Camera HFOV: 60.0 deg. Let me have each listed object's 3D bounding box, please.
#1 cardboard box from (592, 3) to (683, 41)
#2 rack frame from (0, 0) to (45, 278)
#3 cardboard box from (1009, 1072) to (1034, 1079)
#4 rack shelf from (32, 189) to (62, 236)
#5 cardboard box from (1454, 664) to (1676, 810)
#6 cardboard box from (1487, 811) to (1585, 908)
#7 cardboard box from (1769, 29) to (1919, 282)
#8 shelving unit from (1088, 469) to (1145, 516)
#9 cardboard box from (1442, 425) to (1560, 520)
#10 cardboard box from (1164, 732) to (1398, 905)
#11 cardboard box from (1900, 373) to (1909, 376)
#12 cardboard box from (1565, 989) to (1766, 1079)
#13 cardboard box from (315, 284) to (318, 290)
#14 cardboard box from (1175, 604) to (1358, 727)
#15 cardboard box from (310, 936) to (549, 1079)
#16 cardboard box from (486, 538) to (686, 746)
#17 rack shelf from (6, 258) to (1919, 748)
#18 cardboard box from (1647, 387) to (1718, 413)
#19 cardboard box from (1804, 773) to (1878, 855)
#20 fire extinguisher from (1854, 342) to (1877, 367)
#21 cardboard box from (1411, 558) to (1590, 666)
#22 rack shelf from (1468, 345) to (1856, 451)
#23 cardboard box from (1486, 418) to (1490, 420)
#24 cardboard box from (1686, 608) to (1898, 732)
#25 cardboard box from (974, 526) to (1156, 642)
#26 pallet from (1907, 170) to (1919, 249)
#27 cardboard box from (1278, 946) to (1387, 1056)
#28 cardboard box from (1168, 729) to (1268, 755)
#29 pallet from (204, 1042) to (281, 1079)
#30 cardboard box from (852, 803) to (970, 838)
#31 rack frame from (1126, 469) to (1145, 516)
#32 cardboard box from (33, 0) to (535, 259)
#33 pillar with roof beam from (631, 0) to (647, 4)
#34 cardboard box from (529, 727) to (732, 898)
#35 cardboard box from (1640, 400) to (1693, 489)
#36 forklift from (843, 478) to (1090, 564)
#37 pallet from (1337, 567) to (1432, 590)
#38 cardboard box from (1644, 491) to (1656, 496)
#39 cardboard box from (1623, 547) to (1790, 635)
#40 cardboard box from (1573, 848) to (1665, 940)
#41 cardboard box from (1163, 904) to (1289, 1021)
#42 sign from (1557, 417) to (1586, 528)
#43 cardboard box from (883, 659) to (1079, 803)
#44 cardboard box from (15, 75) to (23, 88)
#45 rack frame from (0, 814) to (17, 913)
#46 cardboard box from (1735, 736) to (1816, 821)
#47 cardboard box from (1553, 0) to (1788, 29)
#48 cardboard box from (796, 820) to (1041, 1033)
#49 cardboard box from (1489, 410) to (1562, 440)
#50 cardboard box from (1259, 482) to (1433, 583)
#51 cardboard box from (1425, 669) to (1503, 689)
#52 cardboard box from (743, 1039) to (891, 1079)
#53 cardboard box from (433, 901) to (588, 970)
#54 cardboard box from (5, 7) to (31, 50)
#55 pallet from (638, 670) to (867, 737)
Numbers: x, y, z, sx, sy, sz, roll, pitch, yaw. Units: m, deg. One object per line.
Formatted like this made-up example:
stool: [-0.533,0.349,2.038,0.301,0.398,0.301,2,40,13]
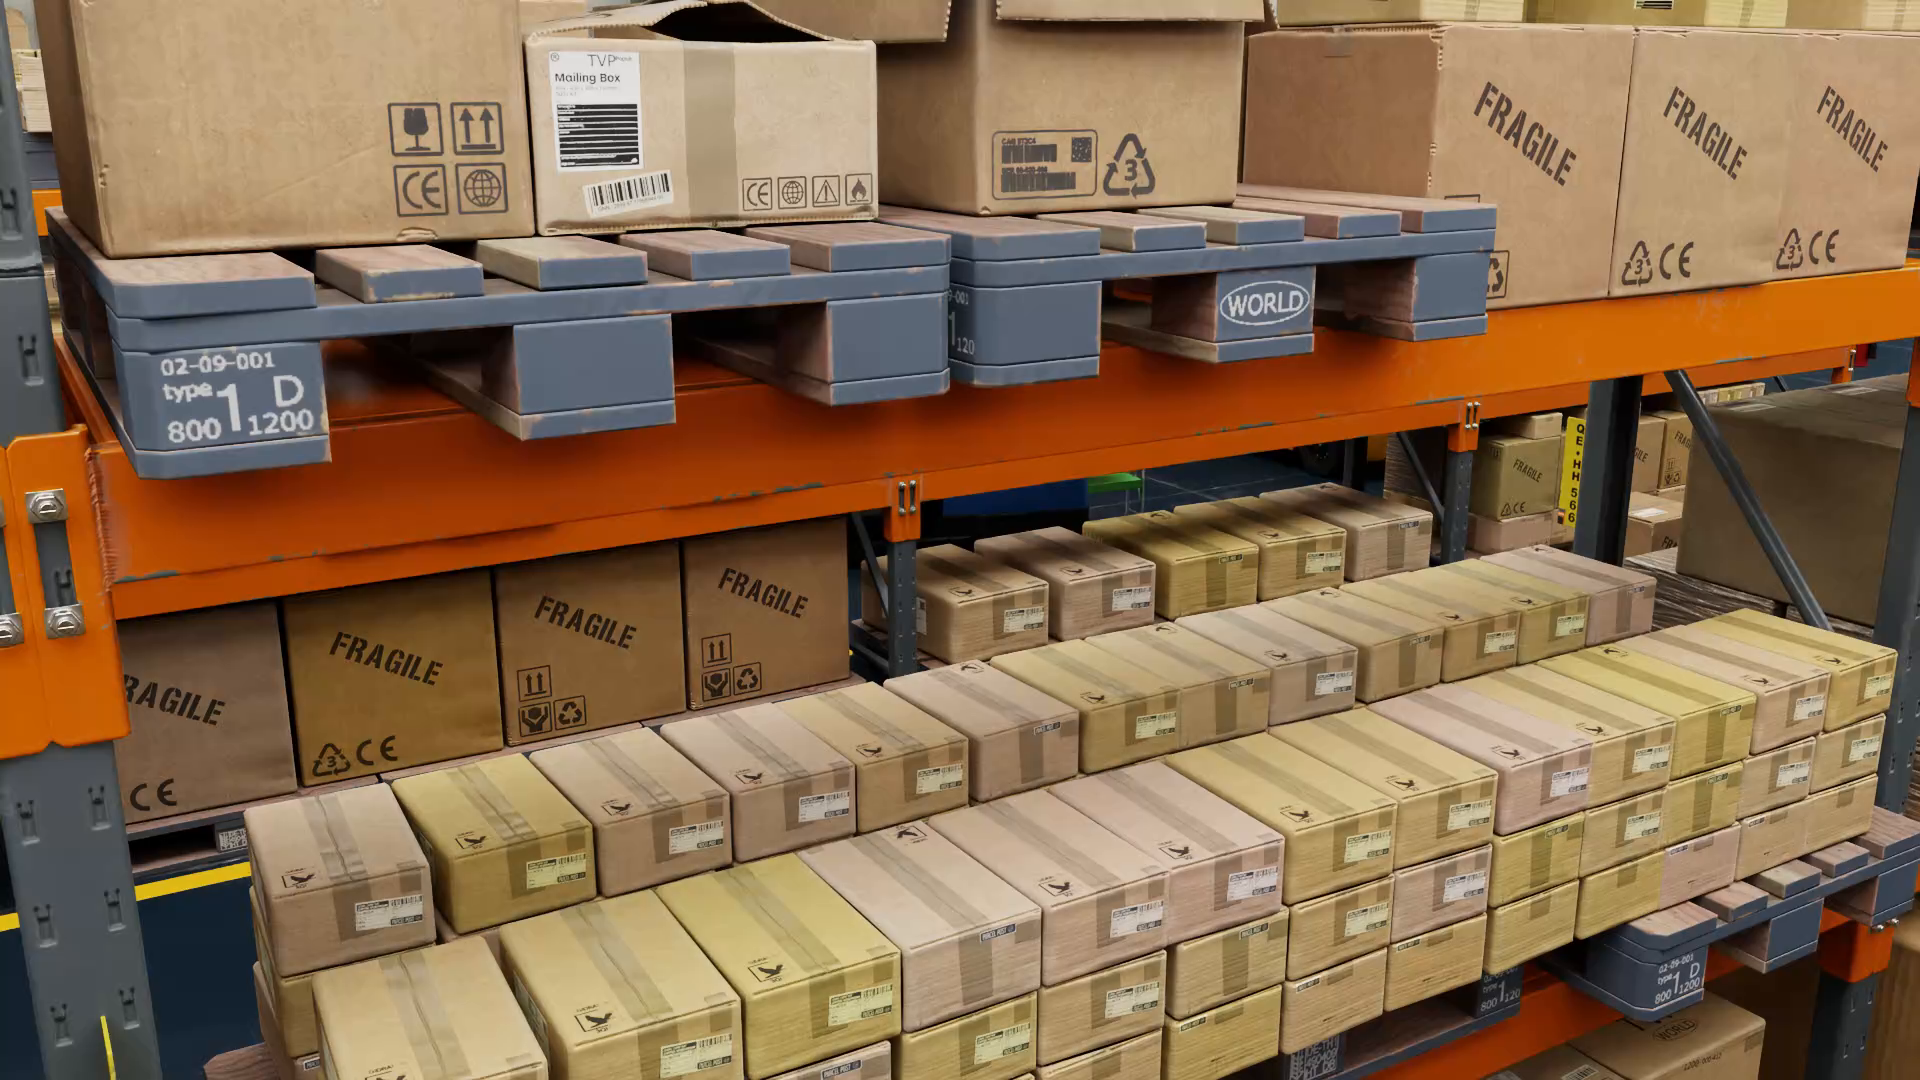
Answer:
cardboard box: [-1.279,-2.154,7.516,0.500,0.500,0.700,-10,19,-32]
rack frame: [-1.321,-1.842,1.810,0.127,3.000,1.000,-9,18,-30]
cardboard box: [-0.080,0.908,2.800,0.250,0.149,0.380,-9,18,-29]
rack shelf: [-2.243,-1.461,7.339,4.000,0.370,1.077,-9,18,-30]
cardboard box: [1.256,0.406,3.491,0.250,0.149,0.380,-9,18,-28]
cardboard box: [1.037,0.583,3.408,0.250,0.149,0.380,-9,18,-30]
cardboard box: [1.749,-0.864,3.692,0.500,0.500,0.500,-9,18,-30]
shelving unit: [1.073,-0.678,12.106,0.503,1.200,0.258,-7,17,-23]
cardboard box: [3.545,-0.456,10.905,0.500,0.500,0.500,-8,18,-27]
cardboard box: [0.591,0.512,3.111,0.250,0.149,0.380,-9,18,-28]
cardboard box: [3.369,-0.242,5.178,0.500,0.500,0.700,-10,18,-31]
cardboard box: [1.656,1.286,4.227,0.500,0.250,0.500,-10,18,-31]
cardboard box: [-2.819,-0.874,7.434,0.500,0.500,0.500,-9,18,-28]
cardboard box: [0.712,0.288,3.911,0.250,0.149,0.380,-8,18,-27]
cardboard box: [-0.747,0.730,2.333,0.250,0.149,0.380,-8,18,-27]
cardboard box: [-1.930,0.380,8.156,0.875,0.875,0.875,-9,18,-29]
rack shelf: [0.393,-0.330,3.304,4.000,0.370,1.077,-9,18,-30]
cardboard box: [5.053,-0.996,11.630,0.250,0.149,0.380,-8,18,-27]
cardboard box: [1.921,0.584,3.957,0.250,0.149,0.380,-9,18,-29]
fire extinguisher: [6.665,-1.625,12.293,0.183,0.674,0.296,-9,18,-30]
cardboard box: [1.383,0.180,4.296,0.250,0.149,0.380,-10,18,-31]
rack shelf: [4.615,-1.129,11.711,4.000,0.370,1.077,-9,18,-30]
cardboard box: [3.704,-0.652,11.604,0.500,0.500,0.500,-9,18,-29]
cardboard box: [1.924,0.297,3.879,0.250,0.149,0.380,-10,19,-32]
cardboard box: [0.590,0.241,9.581,0.625,0.372,0.950,-10,18,-31]
pallet: [2.632,-0.965,4.587,1.003,0.211,1.213,-8,18,-27]
cardboard box: [0.588,0.800,3.187,0.250,0.149,0.380,-10,19,-32]
cardboard box: [0.487,0.466,3.827,0.250,0.149,0.380,-9,18,-30]
pallet: [-0.591,1.066,2.905,1.213,0.211,1.003,-9,18,-30]
cardboard box: [-0.187,0.575,3.437,0.250,0.149,0.380,-10,19,-33]
rack frame: [1.296,-0.705,12.202,0.015,1.200,0.240,-7,17,-23]
cardboard box: [-0.940,-0.676,2.242,0.500,0.500,0.700,-9,18,-30]
pillar with roof beam: [-0.217,-4.071,9.761,0.400,9.000,9.100,-9,18,-30]
cardboard box: [-0.625,0.505,3.137,0.250,0.149,0.380,-10,18,-31]
cardboard box: [4.895,-0.679,11.701,0.500,0.500,0.500,-10,18,-31]
forklift: [-0.667,-1.383,11.412,3.031,2.935,1.130,-3,16,-12]
pallet: [2.234,0.254,10.612,1.213,0.211,1.003,-9,18,-30]
cardboard box: [4.450,-0.246,11.546,0.500,0.250,0.500,-9,18,-30]
cardboard box: [2.355,0.317,5.035,0.500,0.500,0.500,-9,18,-30]
cardboard box: [1.272,0.688,3.587,0.250,0.149,0.380,-9,18,-30]
cardboard box: [0.376,0.690,3.027,0.250,0.149,0.380,-10,18,-31]
sign: [1.819,-0.195,4.904,0.005,0.325,0.100,-9,18,-30]
cardboard box: [0.040,0.397,3.523,0.250,0.149,0.380,-10,19,-32]
cardboard box: [-5.816,-2.784,10.229,0.250,0.149,0.380,-9,18,-29]
rack frame: [-3.957,-0.085,6.655,0.127,3.000,1.000,-9,18,-30]
cardboard box: [1.691,0.477,3.786,0.250,0.149,0.380,-8,18,-28]
cardboard box: [1.463,-1.180,3.400,0.258,0.266,0.396,-9,18,-30]
cardboard box: [-0.074,0.621,2.723,0.250,0.149,0.380,-9,18,-30]
cardboard box: [3.683,-0.772,10.830,0.250,0.149,0.380,-9,18,-29]
cardboard box: [2.452,-0.060,10.658,0.625,0.372,0.950,-9,18,-29]
cardboard box: [1.131,0.363,4.195,0.250,0.149,0.380,-10,18,-31]
cardboard box: [-0.304,0.801,2.631,0.250,0.149,0.380,-9,18,-28]
cardboard box: [-0.856,0.684,3.049,0.250,0.149,0.380,-9,18,-29]
cardboard box: [-6.080,-3.252,10.580,0.258,0.266,0.396,-9,18,-30]
pallet: [-1.243,0.794,8.687,1.213,0.211,1.003,-9,18,-30]
